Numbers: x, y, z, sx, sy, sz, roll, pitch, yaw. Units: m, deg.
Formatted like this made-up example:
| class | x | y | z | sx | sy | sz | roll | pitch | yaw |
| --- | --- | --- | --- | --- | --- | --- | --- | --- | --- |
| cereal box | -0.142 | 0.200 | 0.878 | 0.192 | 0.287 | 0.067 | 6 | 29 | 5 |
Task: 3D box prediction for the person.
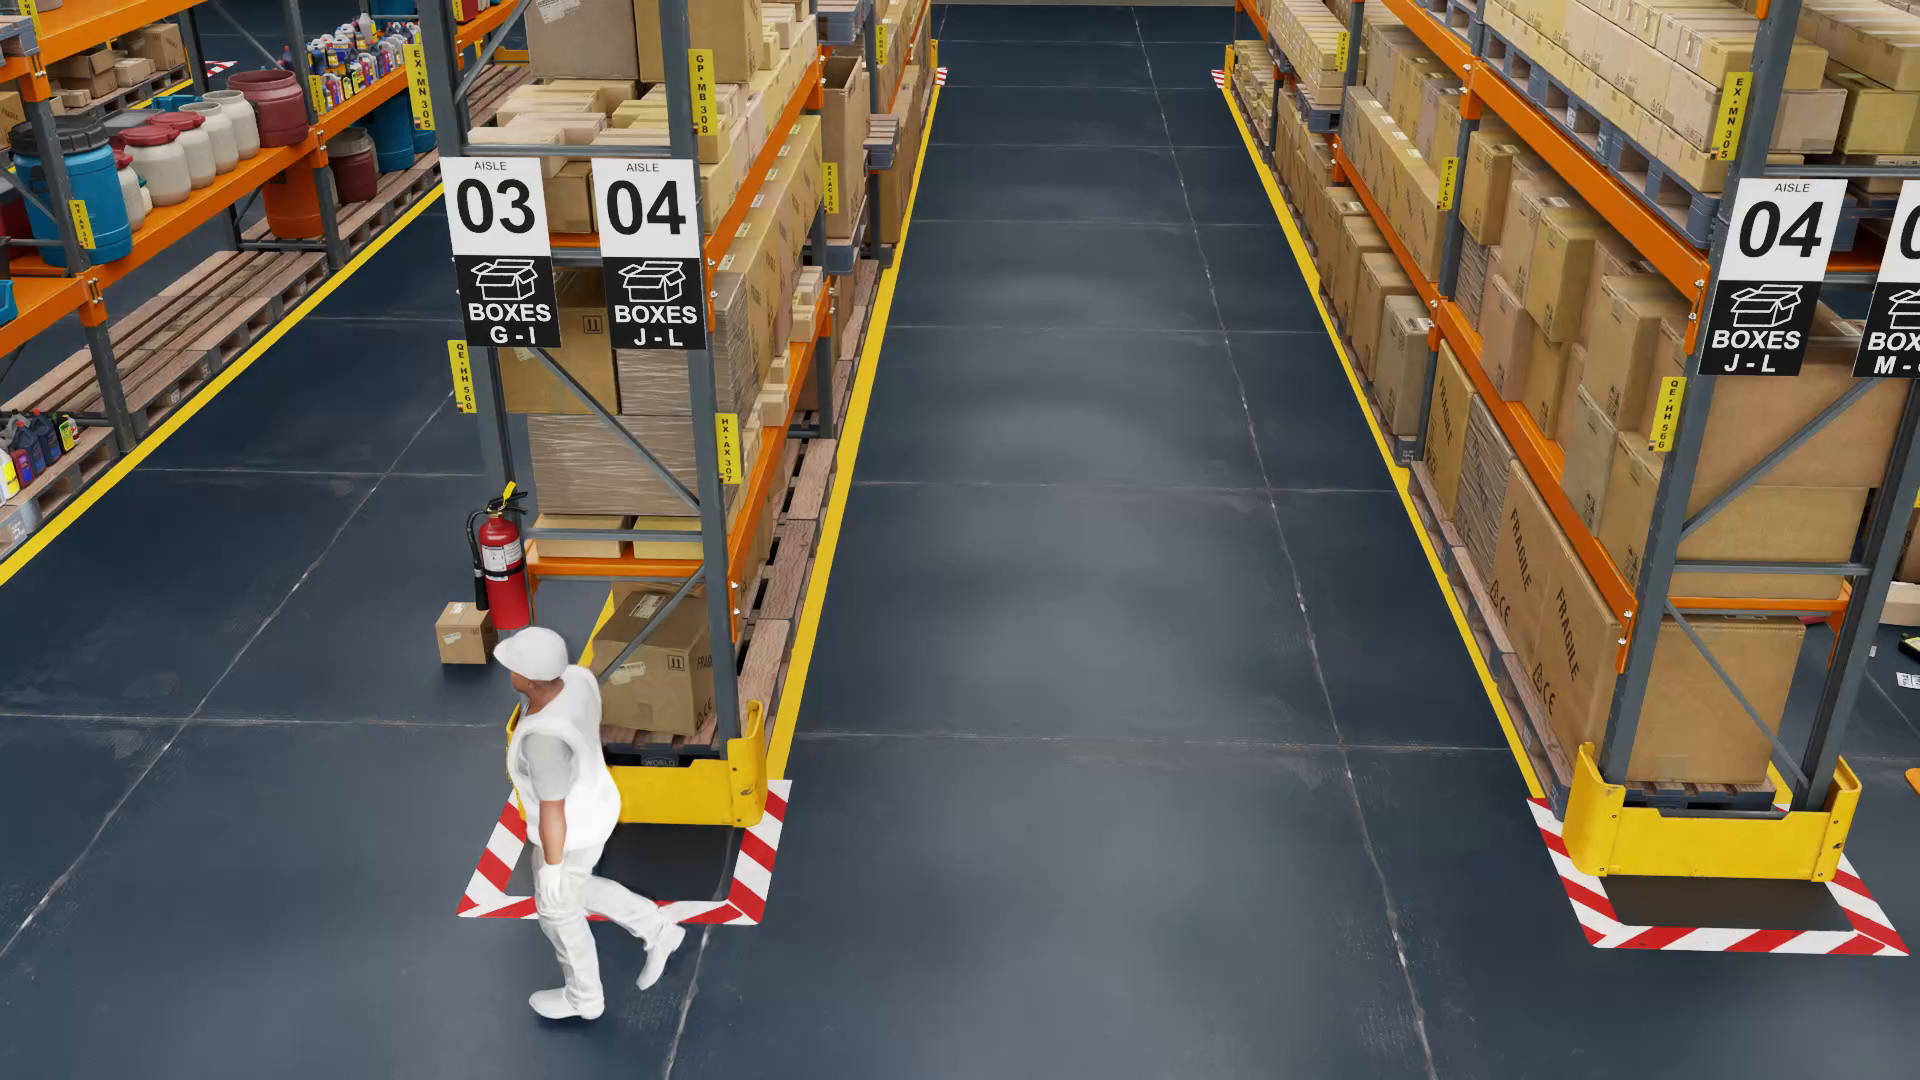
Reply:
| class | x | y | z | sx | sy | sz | roll | pitch | yaw |
| --- | --- | --- | --- | --- | --- | --- | --- | --- | --- |
| person | -1.441 | 1.107 | 6.464 | 0.632 | 1.768 | 0.619 | 1 | 28 | 2 |
